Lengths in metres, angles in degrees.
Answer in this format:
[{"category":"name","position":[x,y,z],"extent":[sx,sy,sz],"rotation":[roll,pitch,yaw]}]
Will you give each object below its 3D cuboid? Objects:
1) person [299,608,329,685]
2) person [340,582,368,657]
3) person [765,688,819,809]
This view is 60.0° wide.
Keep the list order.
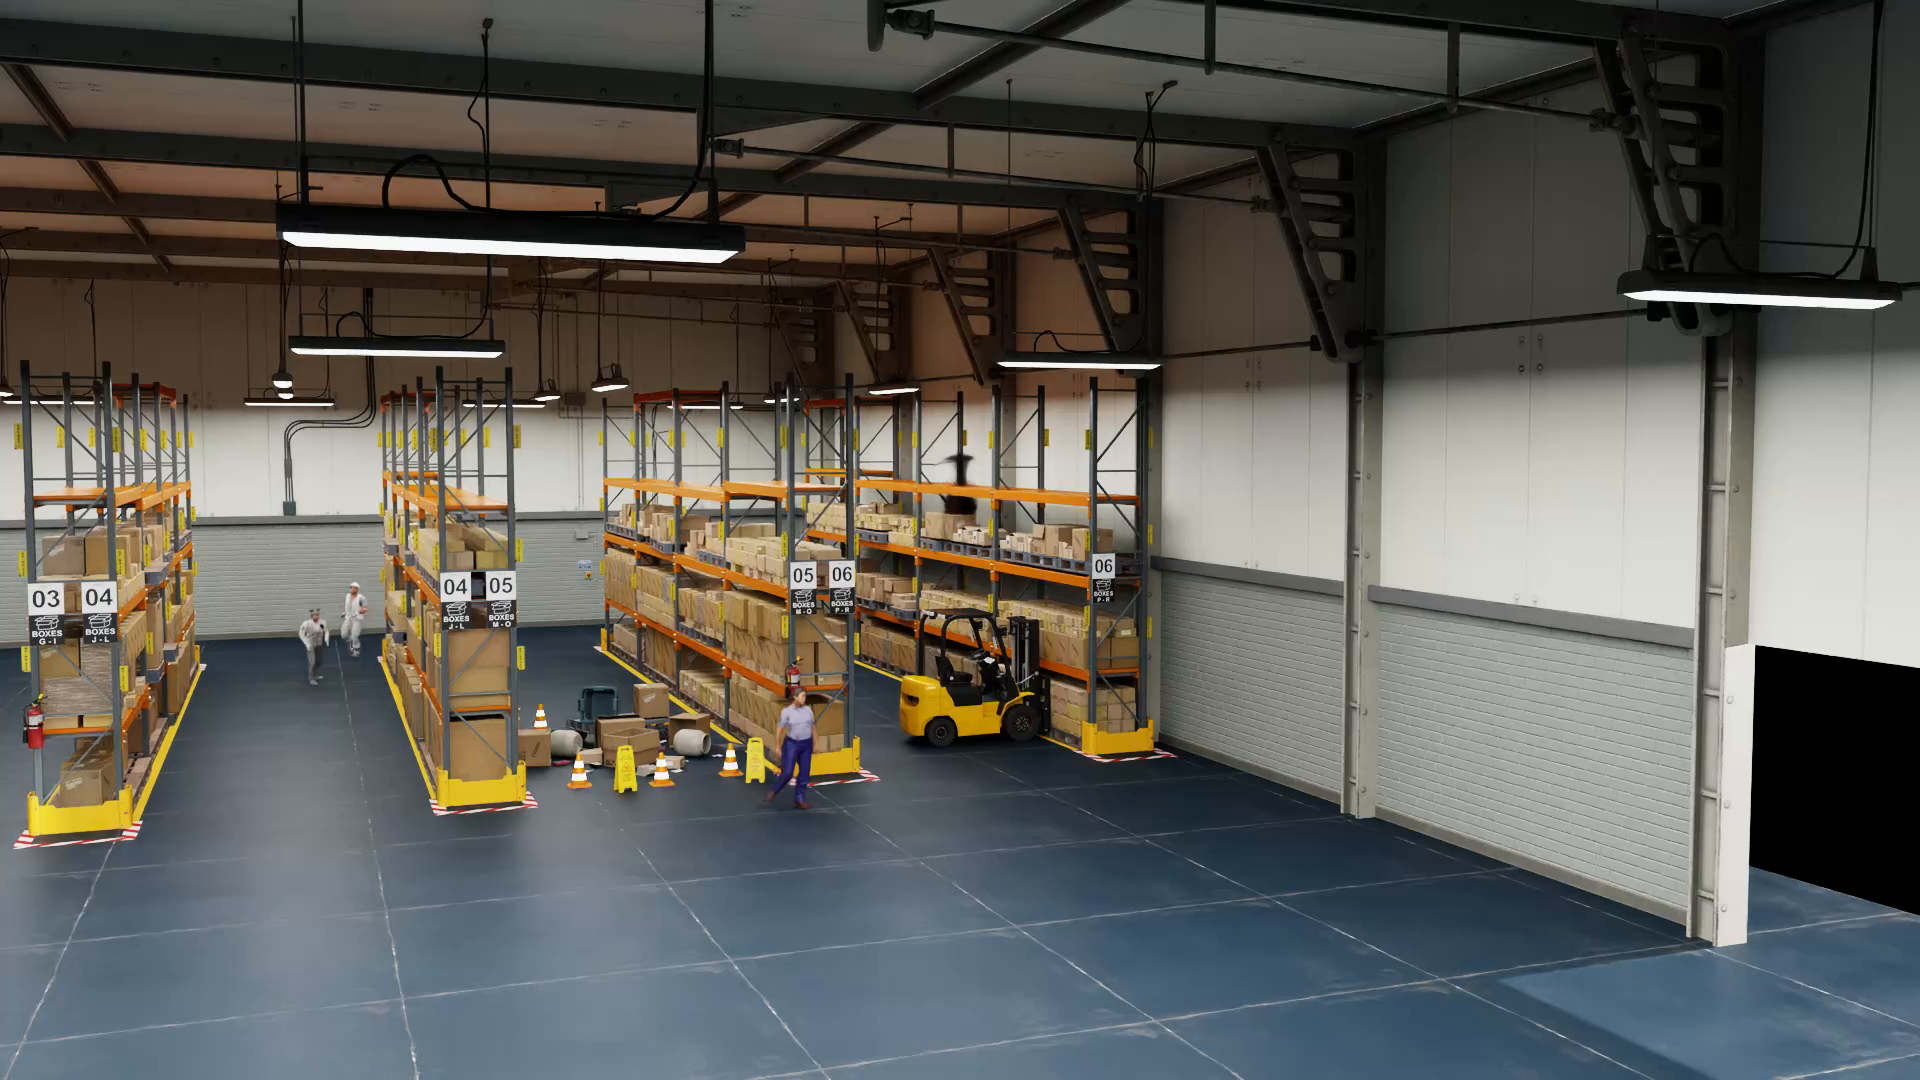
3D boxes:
[{"category":"person","position":[-13.257,2.163,34.112],"extent":[0.825,1.594,0.627],"rotation":[3,5,43]},{"category":"person","position":[-13.917,1.833,38.101],"extent":[0.649,1.730,0.575],"rotation":[1,3,9]},{"category":"person","position":[-2.299,2.821,22.599],"extent":[0.651,1.640,0.549],"rotation":[-2,4,-33]}]
